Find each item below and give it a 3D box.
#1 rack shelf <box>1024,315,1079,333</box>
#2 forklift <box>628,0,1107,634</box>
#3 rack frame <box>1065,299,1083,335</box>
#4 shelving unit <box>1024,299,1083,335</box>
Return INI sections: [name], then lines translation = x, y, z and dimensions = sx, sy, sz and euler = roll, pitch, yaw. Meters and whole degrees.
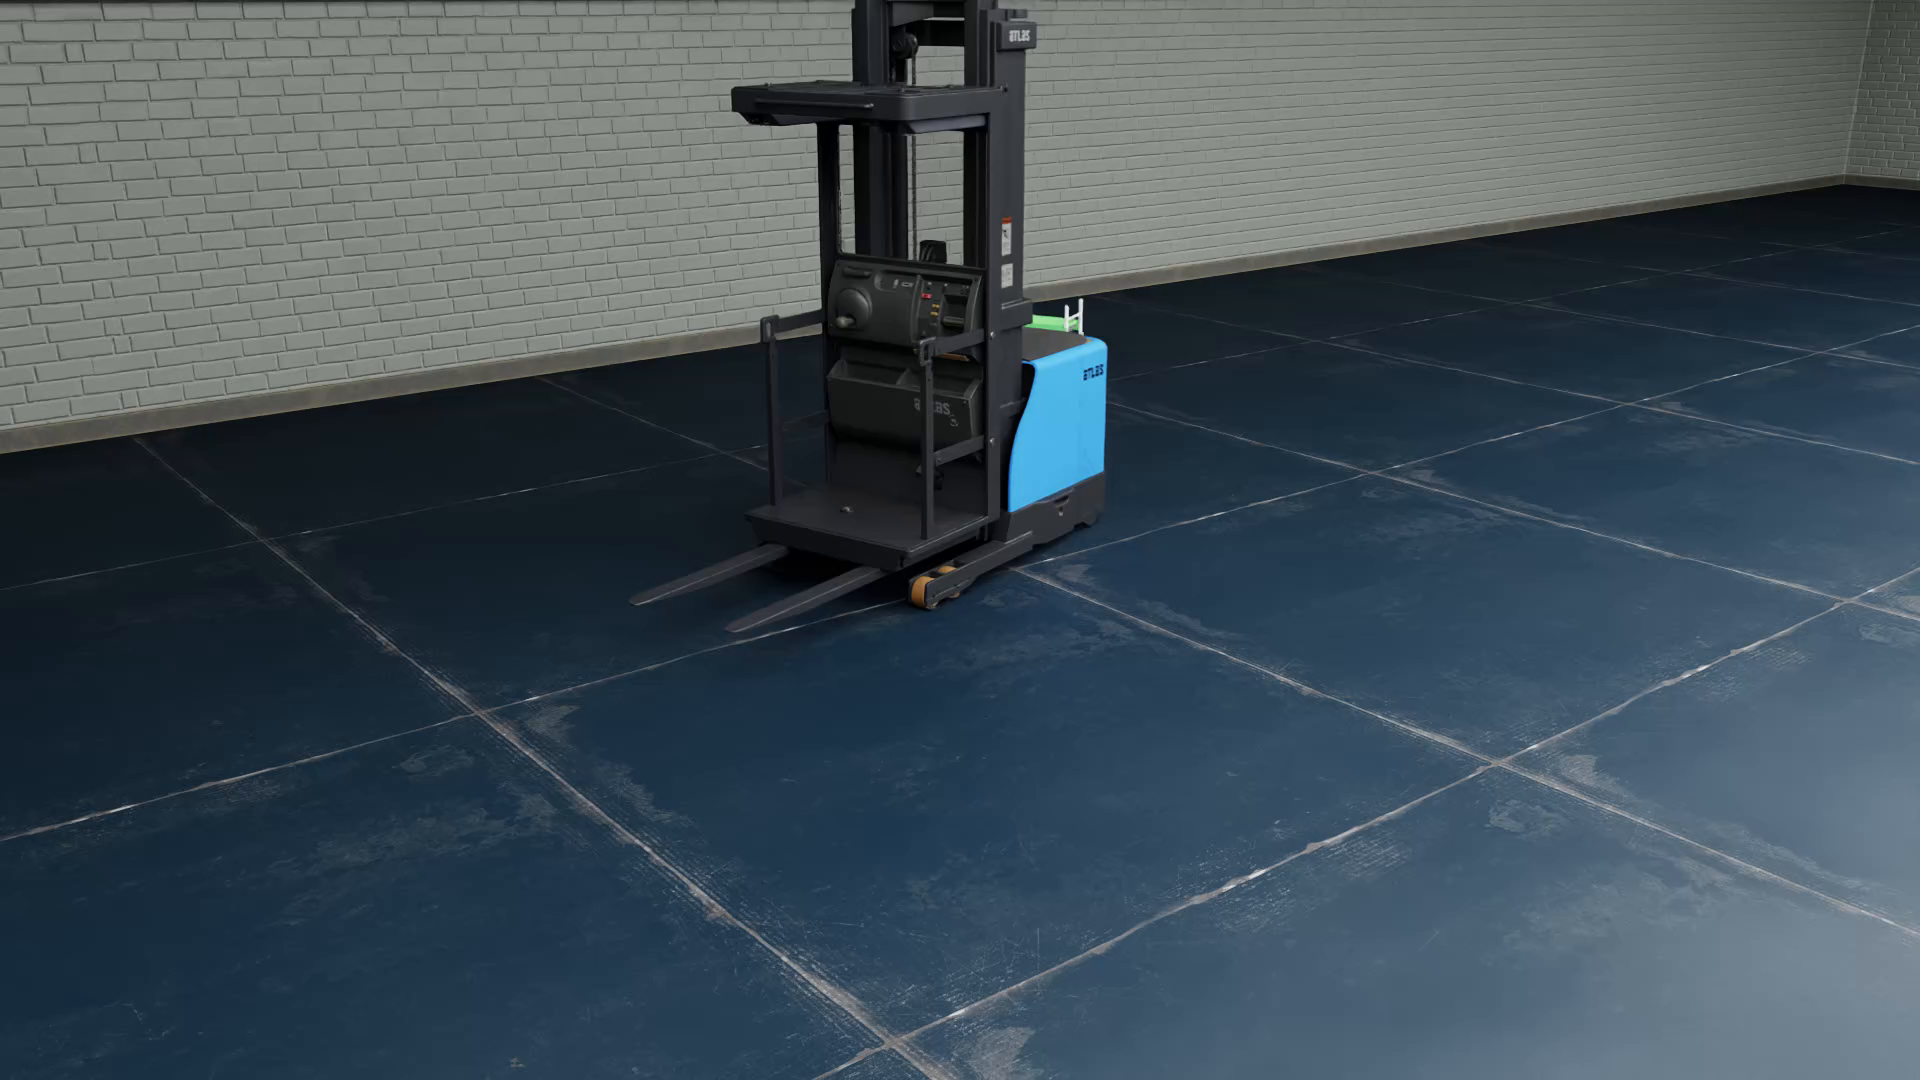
[rack shelf]
translation = 0.449, -1.252, 9.911
dimensions = 0.480, 0.148, 0.258
euler = 9, 20, 24
[forklift]
translation = -0.413, -1.216, 8.371
dimensions = 1.130, 2.935, 3.031
euler = 12, 22, 33
[rack frame]
translation = 0.669, -0.824, 9.941
dimensions = 0.015, 1.200, 0.240
euler = 9, 20, 24
[shelving unit]
translation = 0.449, -0.857, 10.042
dimensions = 0.503, 1.200, 0.258
euler = 9, 20, 24
